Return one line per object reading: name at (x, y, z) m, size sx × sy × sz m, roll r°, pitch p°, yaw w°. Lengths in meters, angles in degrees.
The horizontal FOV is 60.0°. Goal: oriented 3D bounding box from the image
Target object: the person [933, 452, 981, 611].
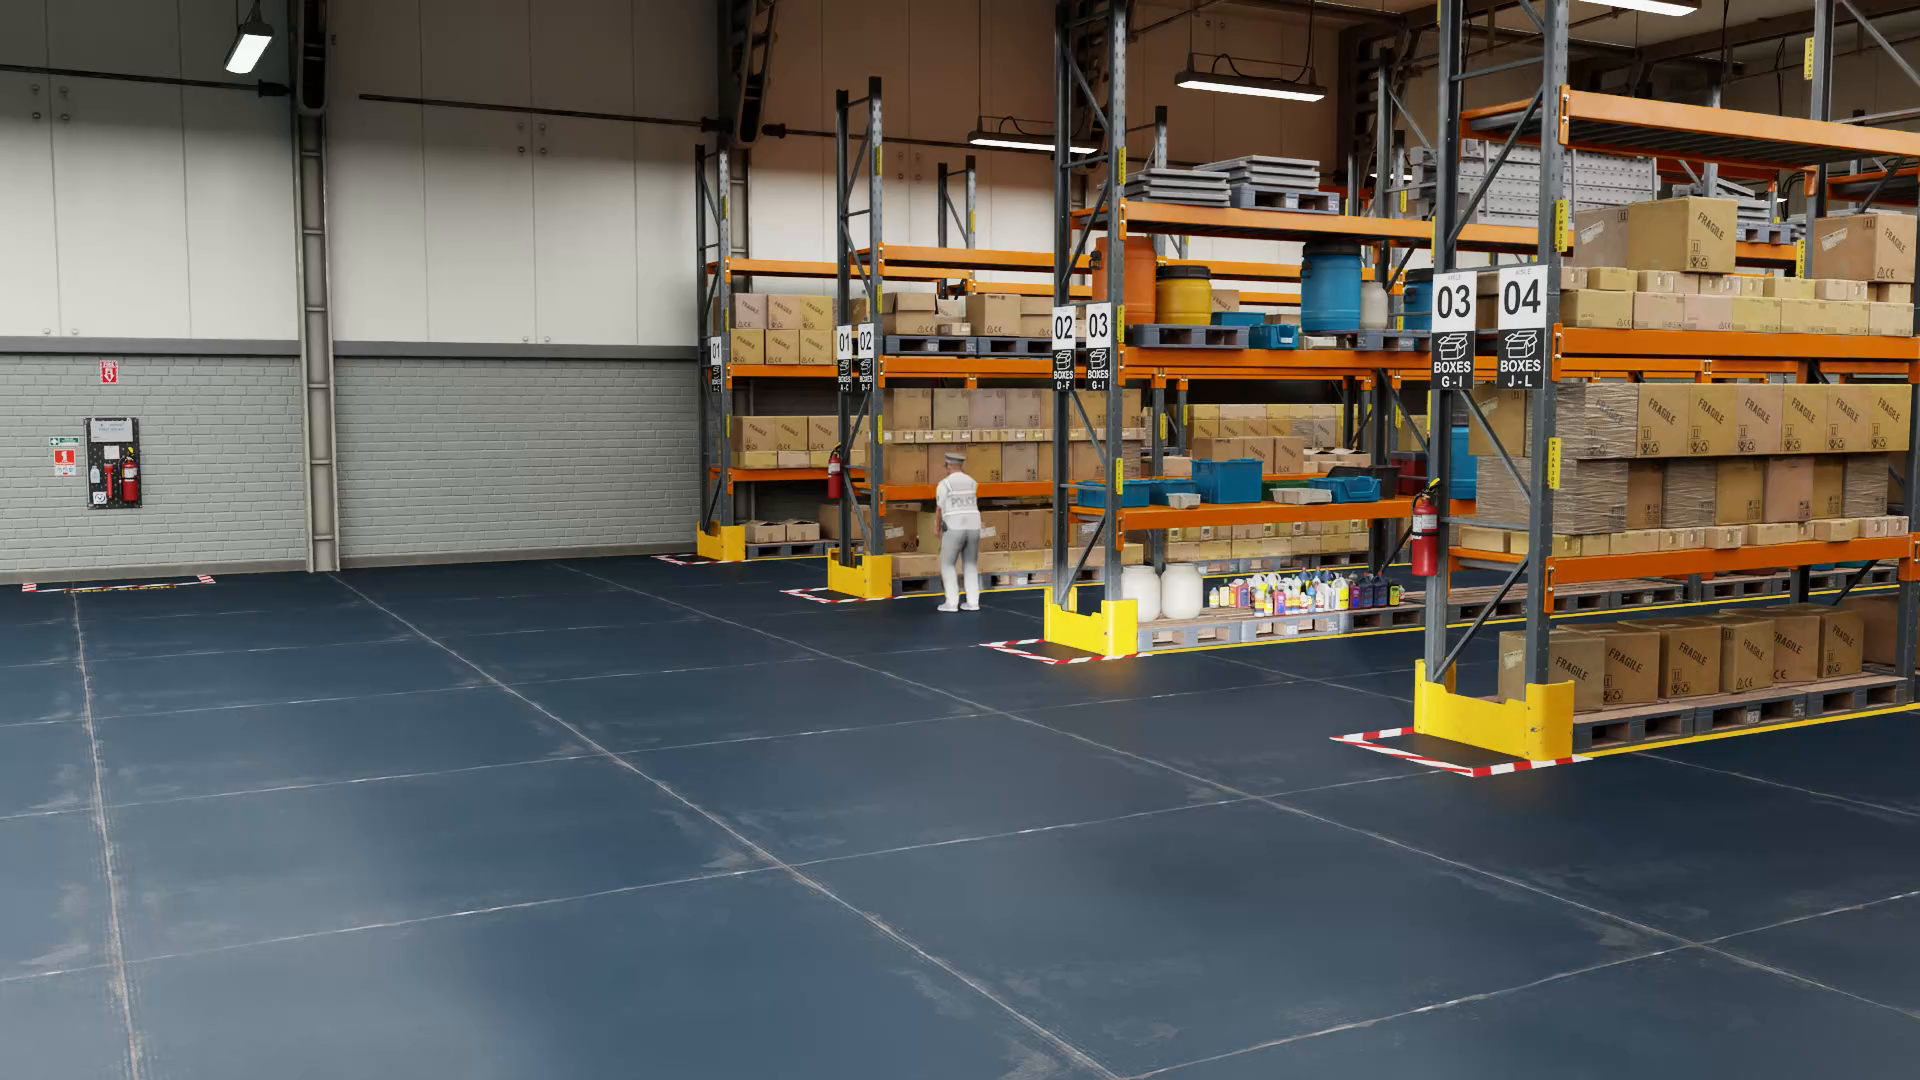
person at (-0.048, -0.091, 18.338) m, size 0.487 × 1.747 × 0.589 m, roll -3°, pitch 6°, yaw -30°
